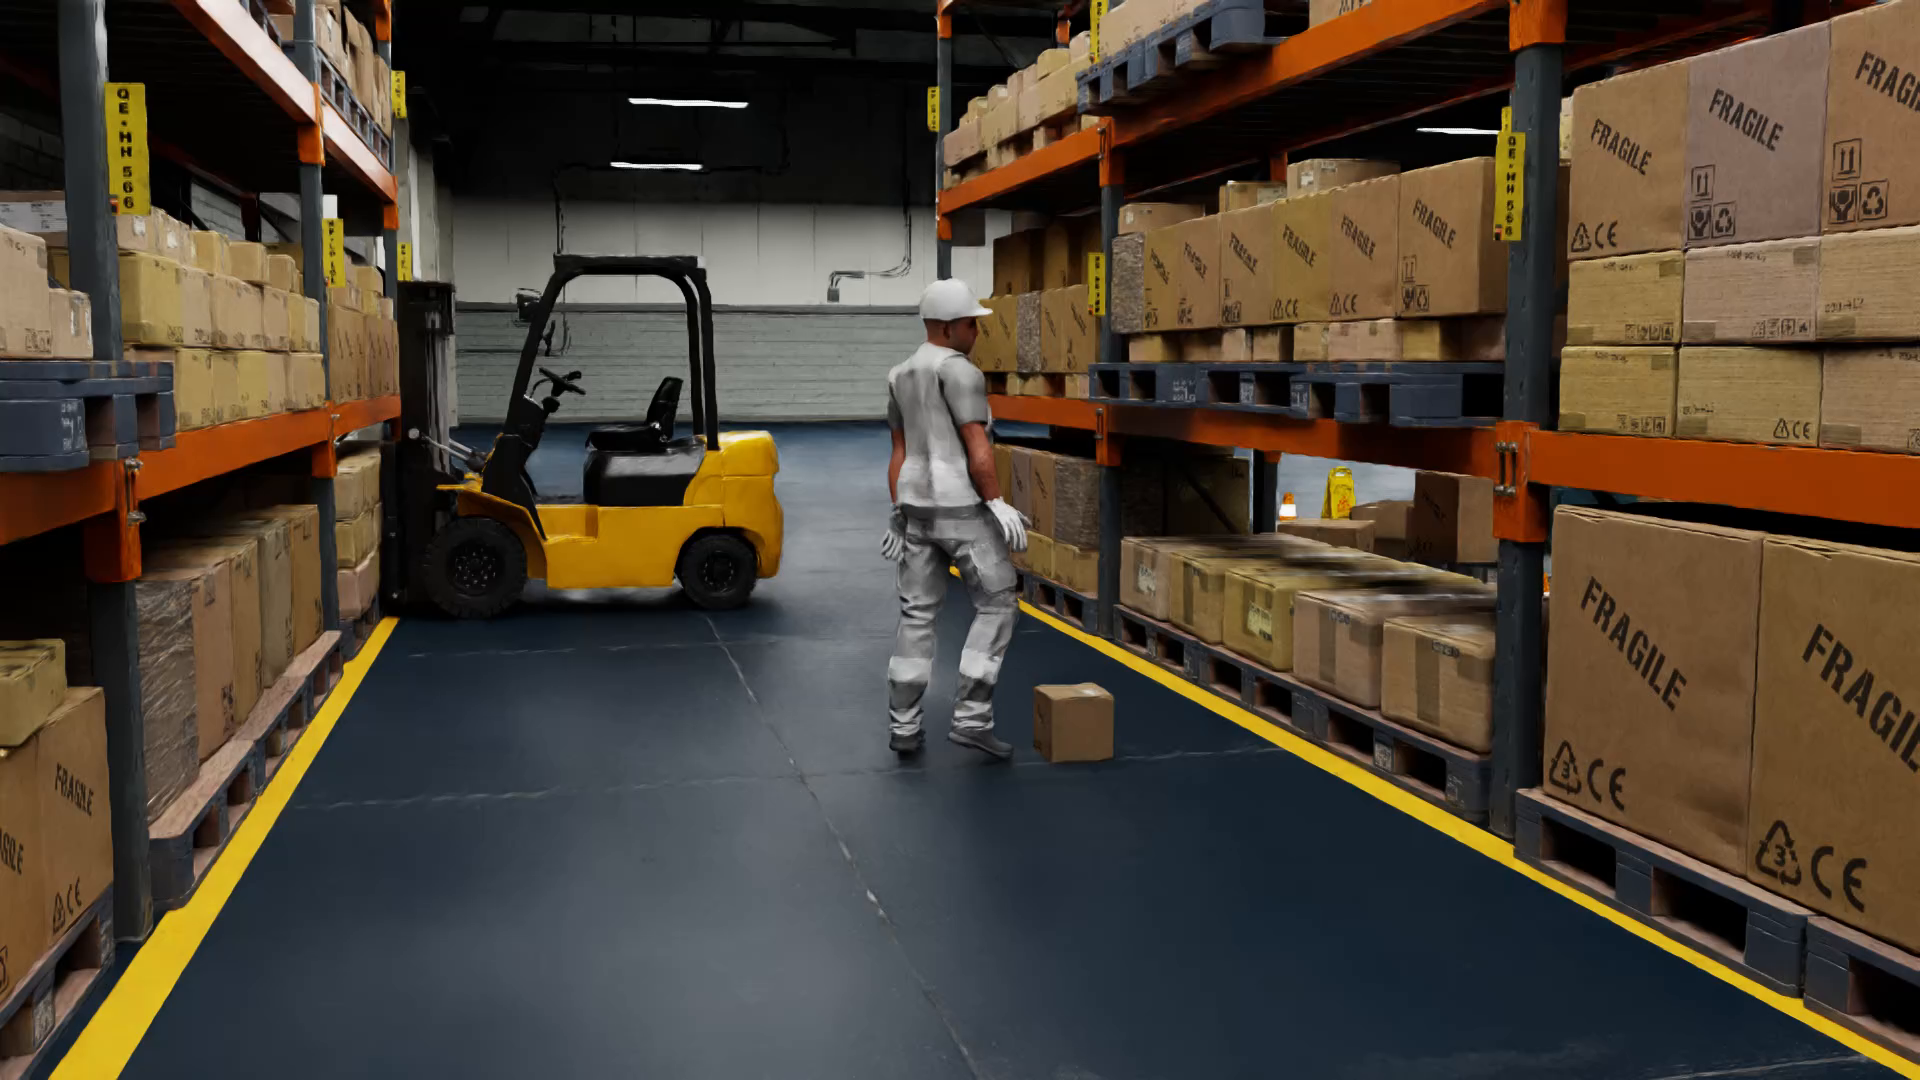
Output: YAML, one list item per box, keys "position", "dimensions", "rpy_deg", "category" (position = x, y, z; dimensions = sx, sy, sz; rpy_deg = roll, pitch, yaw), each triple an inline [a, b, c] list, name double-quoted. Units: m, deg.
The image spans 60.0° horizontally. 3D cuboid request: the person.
- position: [-0.030, -0.074, 6.259]
  dimensions: [0.379, 1.804, 0.671]
  rpy_deg: [-5, 8, -39]
  category: "person"
